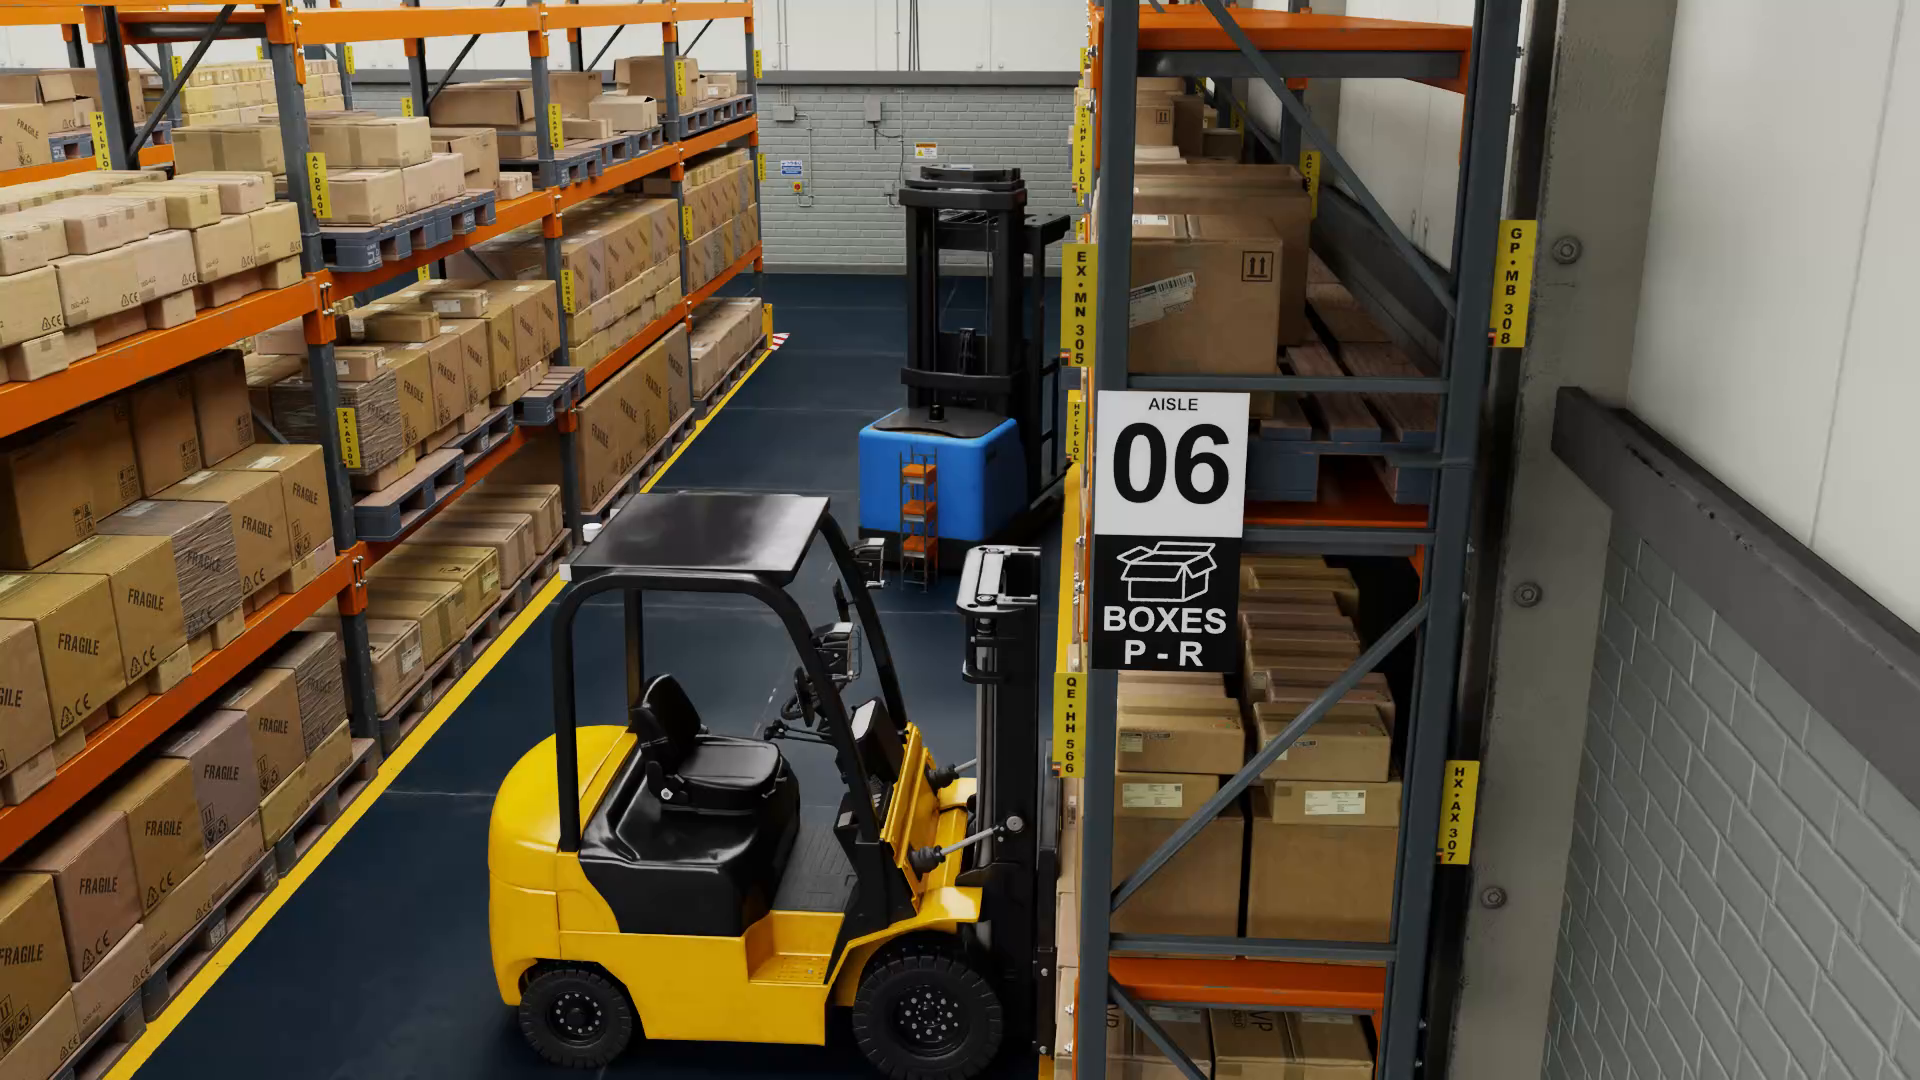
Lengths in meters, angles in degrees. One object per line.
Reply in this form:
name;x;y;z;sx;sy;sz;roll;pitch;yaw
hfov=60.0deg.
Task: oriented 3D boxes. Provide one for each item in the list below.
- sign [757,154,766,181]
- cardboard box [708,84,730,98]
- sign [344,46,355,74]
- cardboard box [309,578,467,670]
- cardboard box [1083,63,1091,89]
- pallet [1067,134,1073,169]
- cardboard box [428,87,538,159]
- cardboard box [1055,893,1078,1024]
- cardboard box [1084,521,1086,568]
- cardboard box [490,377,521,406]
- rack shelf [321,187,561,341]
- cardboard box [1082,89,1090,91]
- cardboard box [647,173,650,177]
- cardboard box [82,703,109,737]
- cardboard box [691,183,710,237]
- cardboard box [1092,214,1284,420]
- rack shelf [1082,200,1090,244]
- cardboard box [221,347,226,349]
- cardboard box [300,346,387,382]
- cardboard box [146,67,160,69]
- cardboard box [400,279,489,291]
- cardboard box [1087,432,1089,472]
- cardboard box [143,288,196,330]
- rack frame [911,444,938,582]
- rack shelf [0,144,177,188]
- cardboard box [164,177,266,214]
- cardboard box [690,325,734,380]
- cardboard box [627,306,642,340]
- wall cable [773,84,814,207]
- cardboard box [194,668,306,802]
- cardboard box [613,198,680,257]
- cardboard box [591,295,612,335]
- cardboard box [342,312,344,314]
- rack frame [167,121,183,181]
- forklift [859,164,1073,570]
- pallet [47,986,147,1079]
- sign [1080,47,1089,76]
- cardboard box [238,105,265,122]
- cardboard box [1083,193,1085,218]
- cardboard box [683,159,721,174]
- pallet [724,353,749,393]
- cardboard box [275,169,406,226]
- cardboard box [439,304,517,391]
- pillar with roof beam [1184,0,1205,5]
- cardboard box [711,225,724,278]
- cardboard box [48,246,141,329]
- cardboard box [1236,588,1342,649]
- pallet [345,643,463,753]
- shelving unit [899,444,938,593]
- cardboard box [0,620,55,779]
sign;-2.408;-4.516;20.148;0.100;0.325;0.005;1;18;4
cardboard box;-2.841;-5.149;19.071;0.380;0.149;0.250;0;18;0
sign;-7.340;-5.776;19.995;0.100;0.325;0.005;1;18;4
cardboard box;-3.725;0.520;10.564;0.950;0.372;0.625;2;18;7
cardboard box;1.347;-4.323;15.408;0.396;0.266;0.258;1;18;3
pallet;1.529;-3.331;14.255;1.213;0.211;1.003;1;18;4
cardboard box;-3.645;-3.180;12.652;0.797;0.503;0.637;0;18;1
cardboard box;0.609;1.532;6.065;0.500;0.250;0.500;2;18;5
cardboard box;0.738;0.023;7.335;0.380;0.149;0.250;1;18;3
cardboard box;-3.262;-1.030;11.479;0.380;0.149;0.250;2;18;5
rack shelf;-3.665;-1.848;10.582;1.077;0.370;4.000;1;18;4
cardboard box;1.310;-4.045;15.224;0.380;0.149;0.250;2;18;5
cardboard box;-3.375;-3.718;17.144;0.380;0.149;0.250;1;18;4
cardboard box;-3.752;0.716;6.823;0.380;0.149;0.250;2;18;6
cardboard box;-2.916;-3.449;17.366;0.500;0.500;0.500;1;18;3
cardboard box;0.645;-0.654;4.788;0.500;0.500;0.500;2;18;6
rack shelf;1.287;-1.738;10.248;1.077;0.370;4.000;1;18;4
cardboard box;-7.948;-1.936;17.464;0.380;0.149;0.250;2;18;6
cardboard box;-3.422;-0.978;9.235;0.380;0.149;0.250;1;18;4
cardboard box;-8.363;-4.915;17.586;0.380;0.149;0.250;1;18;2
cardboard box;-3.784;-1.639;12.295;0.500;0.500;0.500;1;18;2
cardboard box;0.824;-0.438;8.262;0.380;0.149;0.250;2;18;5
cardboard box;-3.614;-1.025;7.319;0.380;0.149;0.250;2;18;5
rack frame;-0.265;-0.193;12.326;0.200;1.050;0.008;6;19;17
rack shelf;-8.322;-3.169;14.615;1.077;0.370;4.000;1;18;4
cardboard box;-3.555;-1.642;7.923;0.380;0.149;0.250;1;18;3
cardboard box;-3.019;-2.080;18.394;0.875;0.438;0.875;1;18;2
cardboard box;-3.141;-1.936;14.756;0.500;0.250;0.500;1;18;4
wall cable;-2.567;-6.119;25.599;0.585;1.953;0.123;1;18;4
cardboard box;-3.617;0.956;8.226;0.500;0.500;0.500;2;18;5
cardboard box;-3.016;-3.006;16.013;0.500;0.500;0.500;2;18;6
cardboard box;-3.201;-1.864;13.732;0.500;0.250;0.500;2;18;5
cardboard box;-7.718;-2.685;20.226;0.380;0.149;0.250;1;18;3
rack frame;-8.179;-2.707;16.866;1.000;3.000;0.127;1;18;4
forklift;0.232;-1.575;13.523;1.130;2.935;3.031;7;19;20
pallet;-3.996;2.149;6.524;1.003;0.211;1.213;1;18;4
sign;1.462;-5.613;19.515;0.100;0.325;0.005;1;18;4
cardboard box;-7.799;-4.516;17.811;0.500;0.250;0.500;2;18;6
cardboard box;1.595;-3.586;18.108;0.500;0.500;0.500;2;18;5
cardboard box;-2.848;-4.106;18.329;0.380;0.149;0.250;2;18;6
pallet;-3.017;-1.917;18.934;1.003;0.211;1.213;1;18;4
cardboard box;-3.366;-1.869;9.059;0.500;0.250;0.500;1;18;2
cardboard box;-3.338;-1.309;11.287;0.500;0.500;0.500;0;18;0
pillar with roof beam;-1.198;-7.524;21.935;9.100;9.000;0.400;1;18;4
cardboard box;-2.857;-3.125;17.983;0.500;0.500;0.500;1;18;4
cardboard box;-3.679;-1.022;6.671;0.500;0.250;0.500;2;18;5
cardboard box;1.177;0.291;6.039;0.380;0.149;0.250;2;18;6
pallet;-3.754;0.940;10.214;1.003;0.211;1.213;1;18;4
shelving unit;-0.303;-0.157;12.216;0.215;1.050;0.252;6;19;17
cardboard box;-3.750;0.609;6.110;0.500;0.500;0.500;2;18;6
